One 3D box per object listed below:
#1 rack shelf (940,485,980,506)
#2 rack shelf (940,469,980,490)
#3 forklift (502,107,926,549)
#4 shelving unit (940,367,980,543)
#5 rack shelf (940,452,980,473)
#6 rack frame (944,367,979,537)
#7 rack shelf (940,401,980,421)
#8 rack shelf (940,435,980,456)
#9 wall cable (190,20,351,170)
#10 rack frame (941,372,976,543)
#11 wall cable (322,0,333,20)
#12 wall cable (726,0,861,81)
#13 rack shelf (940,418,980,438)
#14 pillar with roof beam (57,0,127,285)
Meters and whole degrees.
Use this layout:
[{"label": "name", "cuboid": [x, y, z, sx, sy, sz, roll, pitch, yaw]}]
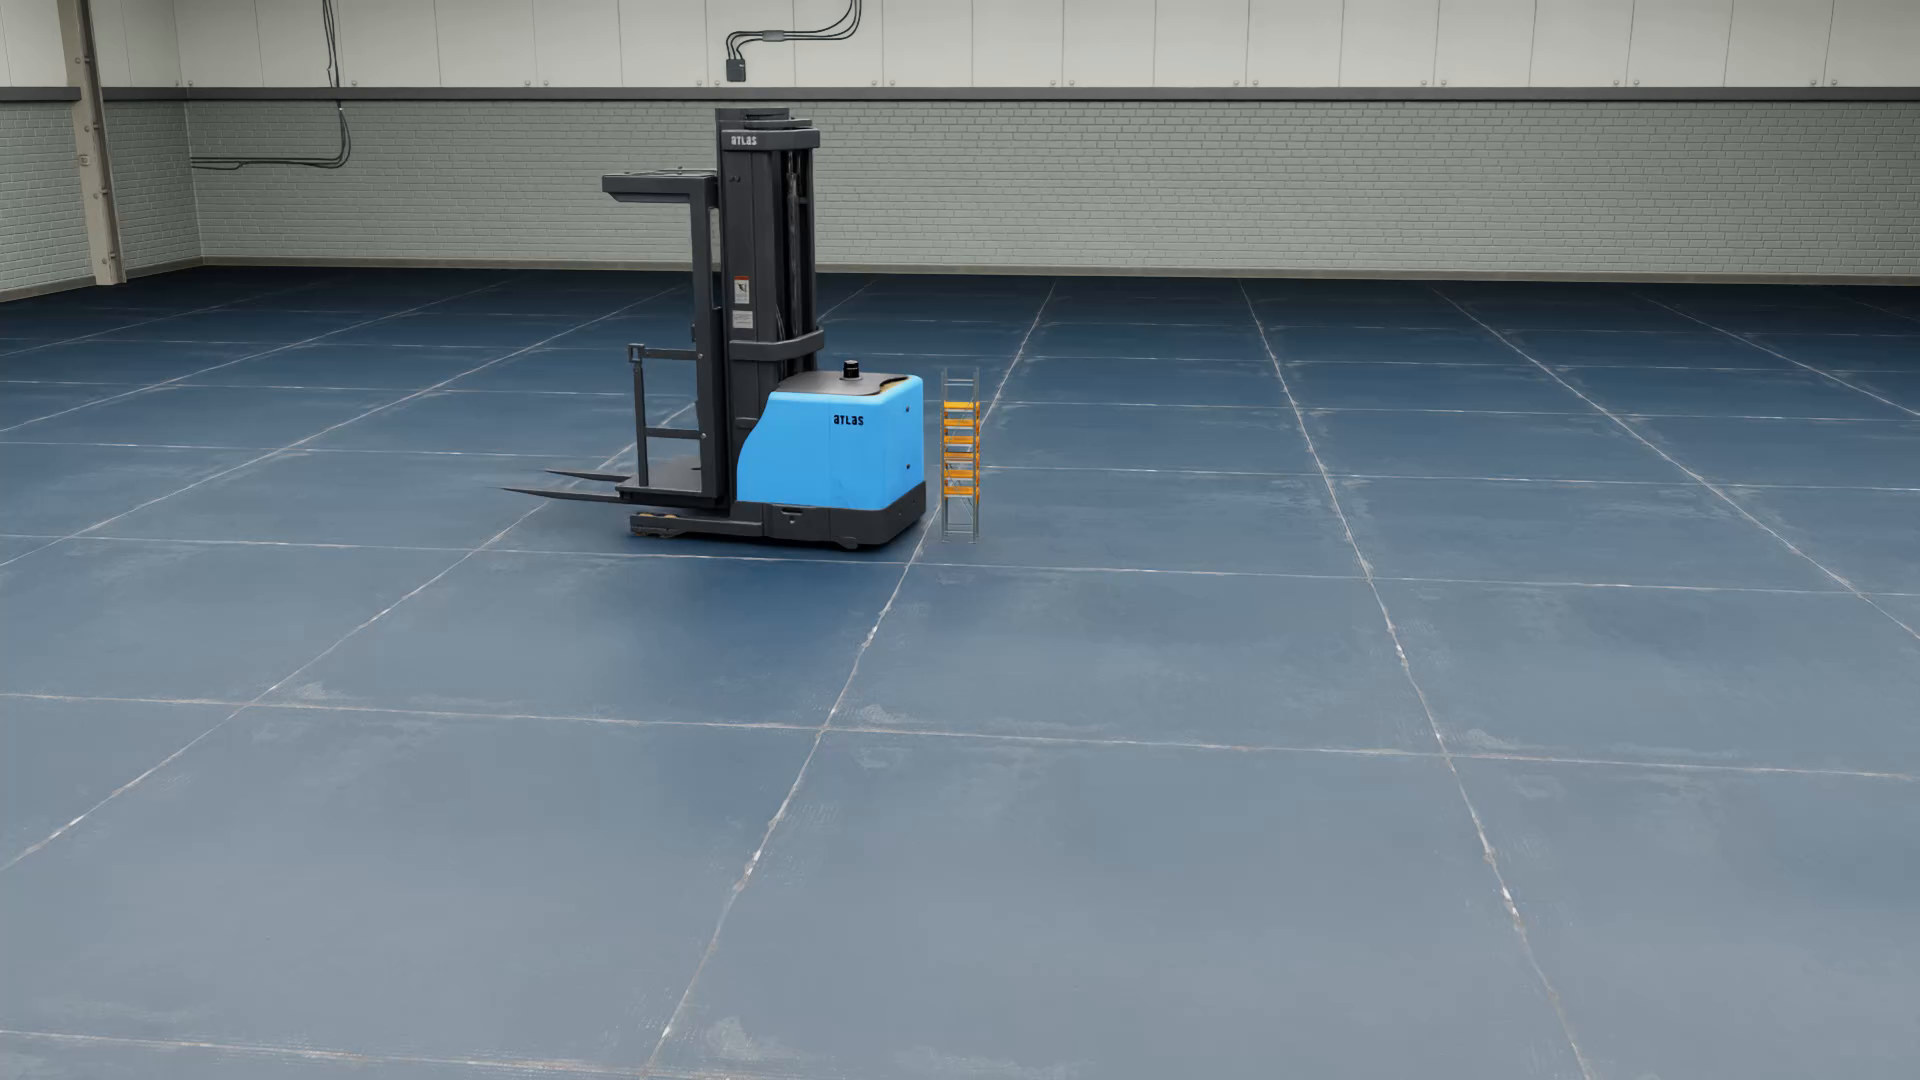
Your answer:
[{"label": "rack shelf", "cuboid": [0.002, -0.308, 11.594, 0.258, 0.103, 0.180, 2, 15, 6]}, {"label": "rack shelf", "cuboid": [0.002, -0.424, 11.562, 0.258, 0.103, 0.180, 2, 15, 6]}, {"label": "forklift", "cuboid": [-1.825, -1.551, 11.782, 3.031, 2.935, 1.130, 4, 16, 16]}, {"label": "shelving unit", "cuboid": [0.002, -0.583, 11.519, 0.258, 1.200, 0.189, 2, 15, 6]}, {"label": "rack shelf", "cuboid": [0.002, -0.540, 11.531, 0.258, 0.103, 0.180, 2, 15, 6]}, {"label": "rack frame", "cuboid": [0.012, -0.607, 11.607, 0.240, 1.200, 0.006, 2, 15, 6]}, {"label": "rack shelf", "cuboid": [0.002, -0.888, 11.437, 0.258, 0.103, 0.180, 2, 15, 6]}, {"label": "rack shelf", "cuboid": [0.002, -0.656, 11.500, 0.258, 0.103, 0.180, 2, 15, 6]}, {"label": "wall cable", "cuboid": [-12.214, -7.756, 29.053, 3.097, 2.526, 0.112, 2, 15, 6]}, {"label": "rack frame", "cuboid": [-0.009, -0.559, 11.432, 0.240, 1.200, 0.006, 2, 15, 6]}, {"label": "wall cable", "cuboid": [-9.525, -10.114, 28.099, 3.097, 2.526, 0.112, 2, 15, 6]}, {"label": "wall cable", "cuboid": [-2.783, -10.613, 27.155, 2.305, 6.003, 0.169, 2, 15, 6]}, {"label": "rack shelf", "cuboid": [0.002, -0.772, 11.468, 0.258, 0.103, 0.180, 2, 15, 6]}, {"label": "pillar with roof beam", "cuboid": [-9.582, -8.403, 25.497, 9.100, 9.000, 0.400, 2, 15, 6]}]
